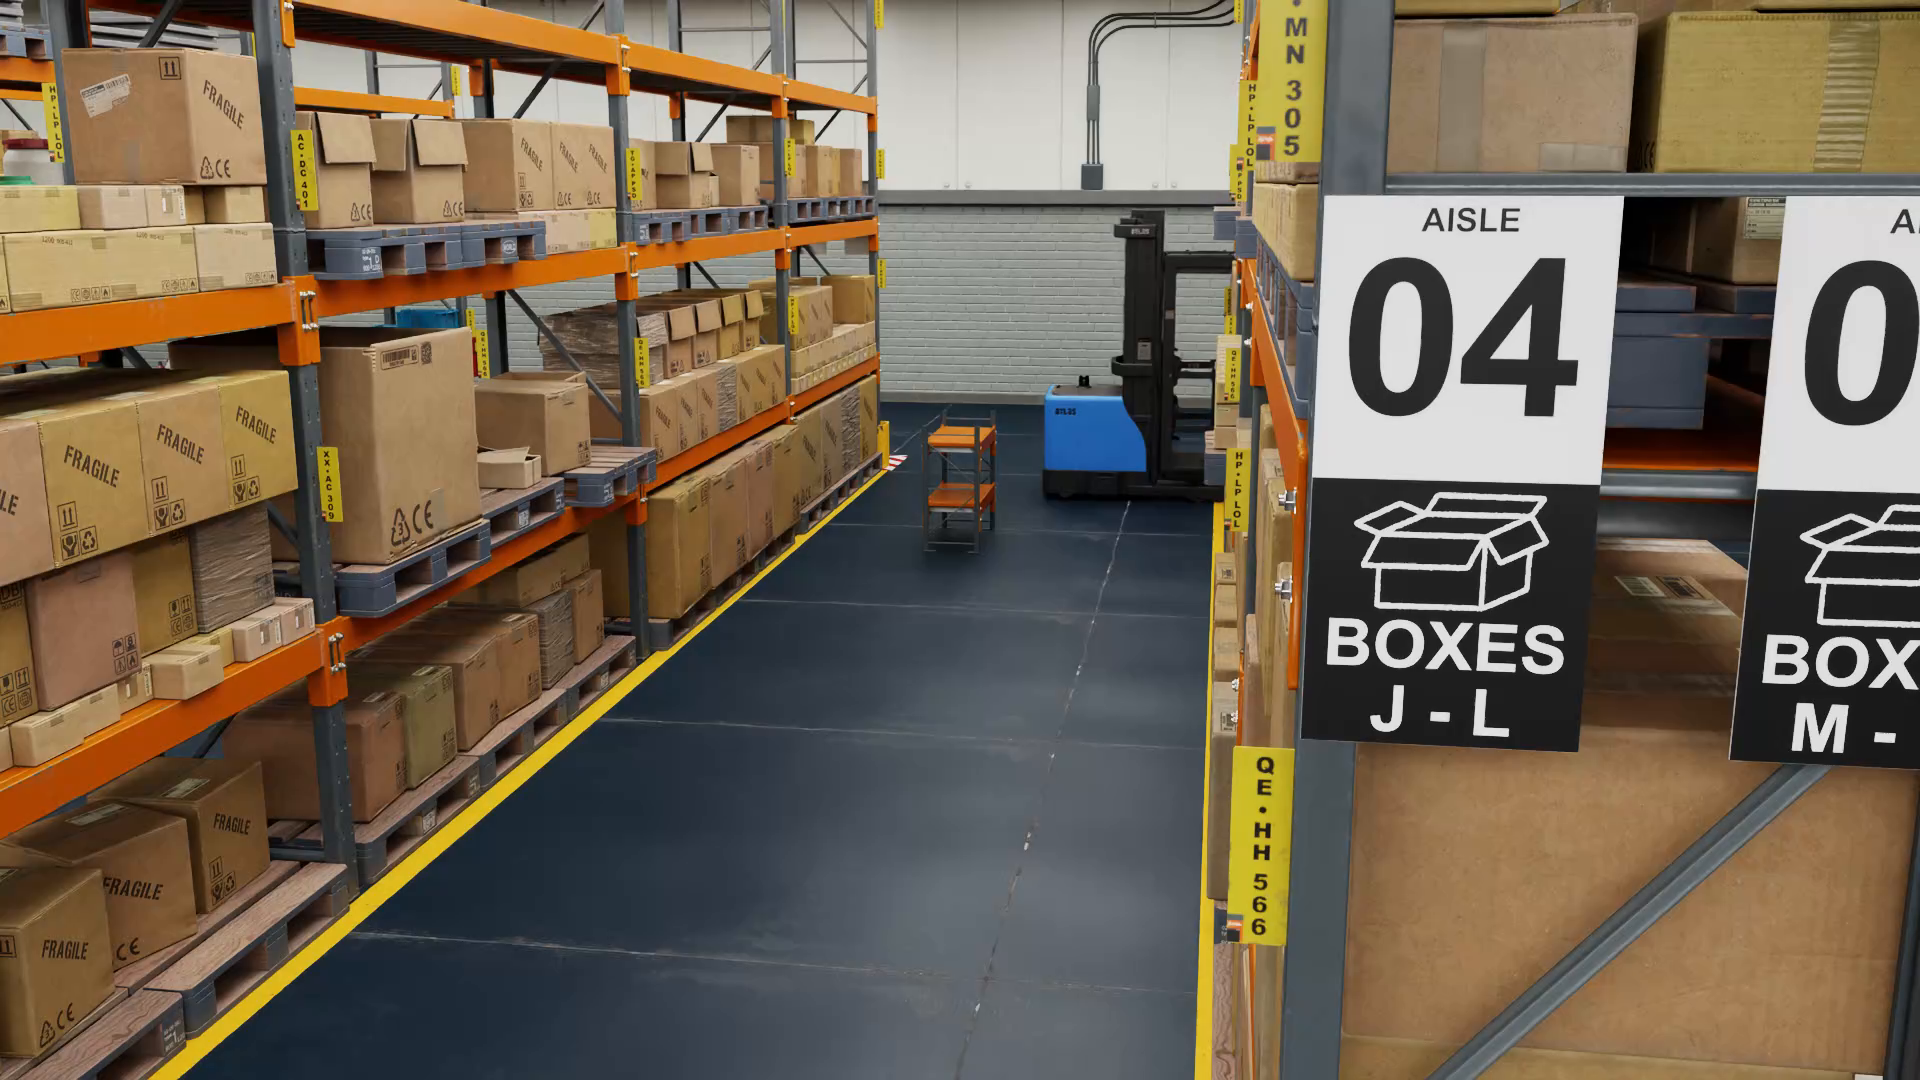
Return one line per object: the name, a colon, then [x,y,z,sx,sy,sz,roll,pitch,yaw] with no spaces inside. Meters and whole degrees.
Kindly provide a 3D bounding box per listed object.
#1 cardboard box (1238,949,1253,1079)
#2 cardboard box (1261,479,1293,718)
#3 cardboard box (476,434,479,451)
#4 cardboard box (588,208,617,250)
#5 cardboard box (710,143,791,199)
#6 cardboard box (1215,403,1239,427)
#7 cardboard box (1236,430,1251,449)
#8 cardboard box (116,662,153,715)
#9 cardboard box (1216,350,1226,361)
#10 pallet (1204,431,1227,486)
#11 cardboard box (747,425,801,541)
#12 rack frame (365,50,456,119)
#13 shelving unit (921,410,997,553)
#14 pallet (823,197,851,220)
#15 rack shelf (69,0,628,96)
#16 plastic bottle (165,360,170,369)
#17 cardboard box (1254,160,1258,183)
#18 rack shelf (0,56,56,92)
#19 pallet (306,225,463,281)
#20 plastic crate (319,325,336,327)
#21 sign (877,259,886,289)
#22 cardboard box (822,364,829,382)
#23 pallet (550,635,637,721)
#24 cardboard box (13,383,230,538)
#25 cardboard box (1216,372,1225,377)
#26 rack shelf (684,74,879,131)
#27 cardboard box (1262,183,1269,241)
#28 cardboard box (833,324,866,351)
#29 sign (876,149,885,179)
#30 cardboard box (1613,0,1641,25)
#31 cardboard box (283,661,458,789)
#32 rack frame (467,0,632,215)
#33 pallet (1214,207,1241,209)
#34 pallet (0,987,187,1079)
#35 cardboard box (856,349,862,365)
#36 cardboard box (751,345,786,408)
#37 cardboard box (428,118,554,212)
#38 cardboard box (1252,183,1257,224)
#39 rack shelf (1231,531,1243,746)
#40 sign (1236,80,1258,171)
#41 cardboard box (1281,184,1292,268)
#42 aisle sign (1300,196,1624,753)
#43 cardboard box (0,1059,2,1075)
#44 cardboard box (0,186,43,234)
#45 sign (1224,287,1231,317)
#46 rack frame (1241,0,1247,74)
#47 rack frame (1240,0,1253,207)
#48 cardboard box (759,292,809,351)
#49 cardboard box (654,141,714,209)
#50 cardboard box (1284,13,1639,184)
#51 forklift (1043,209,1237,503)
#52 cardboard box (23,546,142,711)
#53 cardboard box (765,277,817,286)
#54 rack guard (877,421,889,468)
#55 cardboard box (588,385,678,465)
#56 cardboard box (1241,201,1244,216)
cardboard box: [1.178,1.689,4.342,0.875,0.875,0.875,2,12,8]
cardboard box: [1.268,0.160,4.467,0.875,0.550,0.500,2,12,9]
cardboard box: [-3.089,-0.452,8.987,0.797,0.503,0.637,3,13,14]
cardboard box: [-2.480,-1.951,10.421,0.500,0.250,0.500,2,12,9]
cardboard box: [-1.973,-3.432,15.465,0.700,0.500,0.500,1,12,5]
cardboard box: [1.862,-0.829,10.871,0.380,0.149,0.250,2,12,10]
cardboard box: [1.825,-0.342,9.479,0.500,0.500,0.500,2,12,8]
cardboard box: [-3.250,0.550,6.176,0.380,0.149,0.250,2,12,9]
cardboard box: [2.138,-1.353,12.597,0.380,0.149,0.250,2,12,11]
pallet: [2.240,-0.542,11.099,1.213,0.211,1.003,2,12,9]
cardboard box: [-2.113,-0.531,14.640,1.225,0.875,0.875,2,12,9]
rack frame: [-6.313,-5.424,19.058,1.000,3.000,0.127,2,12,9]
shelving unit: [0.001,-0.551,15.138,0.538,1.125,1.048,2,12,9]
pallet: [-1.708,-3.344,16.738,1.003,0.211,1.213,2,12,9]
rack shelf: [-2.957,-2.635,8.772,1.077,0.370,4.000,2,12,9]
plastic bottle: [-7.309,-1.563,15.501,0.144,0.351,0.185,2,12,9]
cardboard box: [1.269,-1.351,5.694,0.500,0.250,0.500,2,12,9]
rack shelf: [-7.236,-3.628,13.380,1.077,0.370,4.000,2,12,9]
pallet: [-3.064,-1.332,7.638,1.213,0.211,1.003,2,12,9]
plastic crate: [-6.543,-1.897,16.638,0.402,0.464,0.583,2,12,9]
sign: [-0.885,-2.992,18.703,0.100,0.325,0.005,2,12,9]
cardboard box: [-1.502,-1.644,16.353,0.380,0.149,0.250,2,12,8]
pallet: [-2.771,0.860,10.757,1.003,0.211,1.213,2,12,9]
cardboard box: [-3.137,-0.309,6.247,0.500,0.500,0.500,2,12,9]
cardboard box: [1.899,-1.026,11.078,0.380,0.149,0.250,2,12,8]
rack shelf: [-1.727,-4.300,16.499,1.077,0.370,4.000,2,12,9]
cardboard box: [0.995,-0.867,4.396,0.380,0.149,0.250,2,12,9]
cardboard box: [-1.310,-2.188,17.931,0.500,0.250,0.500,2,12,8]
sign: [-0.885,-4.171,18.449,0.100,0.325,0.005,2,12,9]
cardboard box: [1.490,-1.023,3.226,0.380,0.149,0.250,2,12,9]
cardboard box: [-3.057,0.948,8.618,0.700,0.500,0.500,2,12,8]
rack frame: [-2.649,-3.598,10.585,1.000,3.000,0.127,2,12,9]
pallet: [2.651,-2.566,13.361,1.213,0.211,1.003,2,12,9]
pallet: [-3.518,1.926,5.812,1.003,0.211,1.213,2,12,9]
cardboard box: [-1.266,-1.965,17.842,0.380,0.149,0.250,2,12,10]
cardboard box: [-1.836,-1.441,14.578,0.500,0.500,0.500,2,12,9]
cardboard box: [-2.635,-2.108,9.367,0.500,0.500,0.500,2,12,10]
cardboard box: [1.229,-1.184,5.866,0.380,0.149,0.250,2,12,8]
rack shelf: [1.928,0.284,8.518,1.077,0.370,4.000,2,12,9]
sign: [1.083,-1.539,6.179,0.100,0.325,0.005,2,12,9]
cardboard box: [0.762,-0.549,2.918,0.380,0.149,0.250,2,12,9]
aisle sign: [0.698,-0.084,2.349,0.394,0.787,0.004,2,12,9]
cardboard box: [-3.594,1.632,5.494,0.500,0.500,0.500,3,13,14]
cardboard box: [-3.227,-1.069,5.380,0.380,0.149,0.250,2,12,11]
sign: [2.930,-2.590,18.092,0.100,0.325,0.005,2,12,9]
rack frame: [3.466,-5.082,17.470,1.000,3.000,0.127,2,12,9]
rack frame: [2.851,-4.249,13.606,1.000,3.000,0.127,2,12,9]
cardboard box: [-1.708,-2.028,15.411,0.500,0.500,0.500,2,12,9]
cardboard box: [-2.356,-2.813,12.823,0.797,0.503,0.637,2,12,8]
cardboard box: [0.805,-0.722,2.775,0.500,0.250,0.500,2,12,9]
forklift: [2.409,-1.927,17.236,3.031,2.935,1.130,1,12,6]
cardboard box: [-3.484,0.275,5.911,0.875,0.500,0.500,2,12,9]
cardboard box: [-1.836,-2.574,17.944,0.500,0.500,0.500,2,12,7]
rack guard: [-1.415,-1.114,19.231,1.175,0.500,0.348,2,12,9]
cardboard box: [-2.306,-0.807,11.636,0.500,0.500,0.500,2,12,10]
cardboard box: [2.137,-2.230,11.122,0.500,0.500,0.500,2,12,9]
